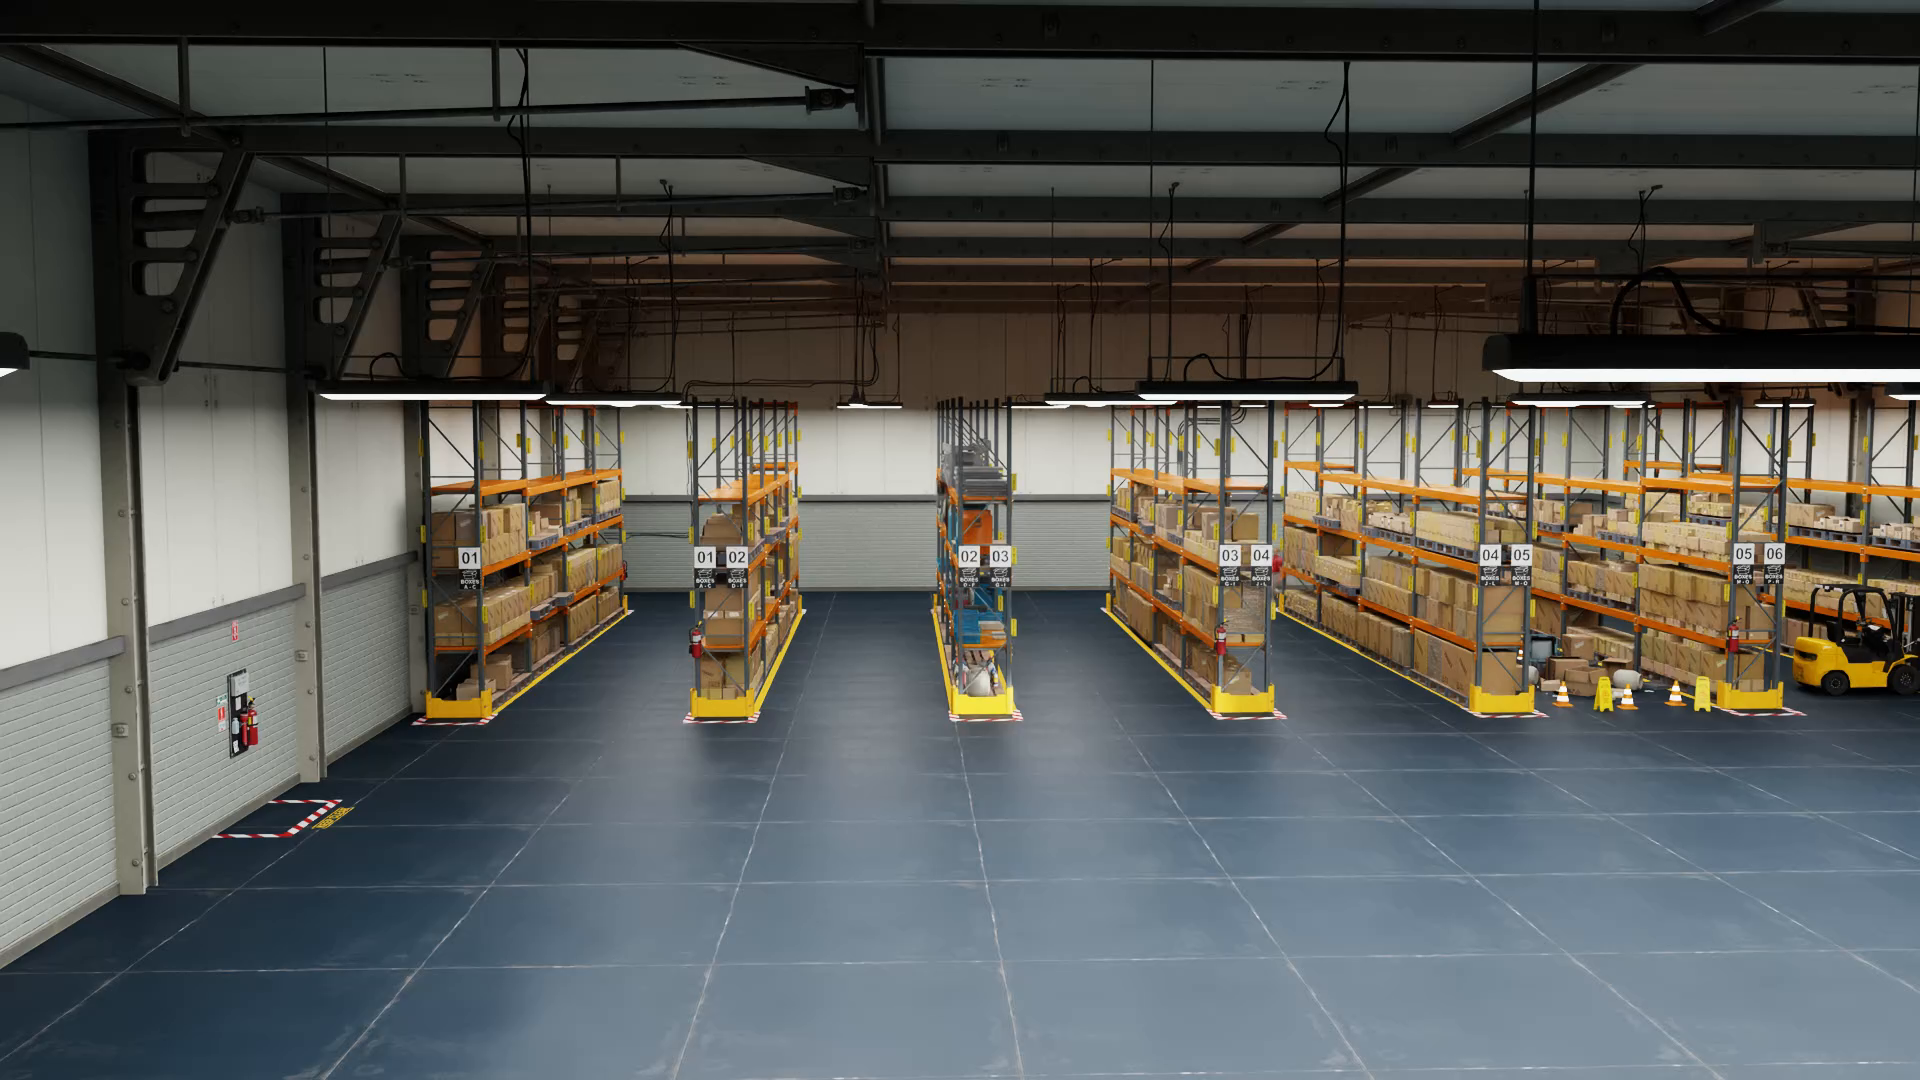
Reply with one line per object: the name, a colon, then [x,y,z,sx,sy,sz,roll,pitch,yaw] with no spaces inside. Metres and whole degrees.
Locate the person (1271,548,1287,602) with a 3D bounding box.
person: [9.270,1.086,48.861,0.592,1.705,0.623,-1,4,-10]
